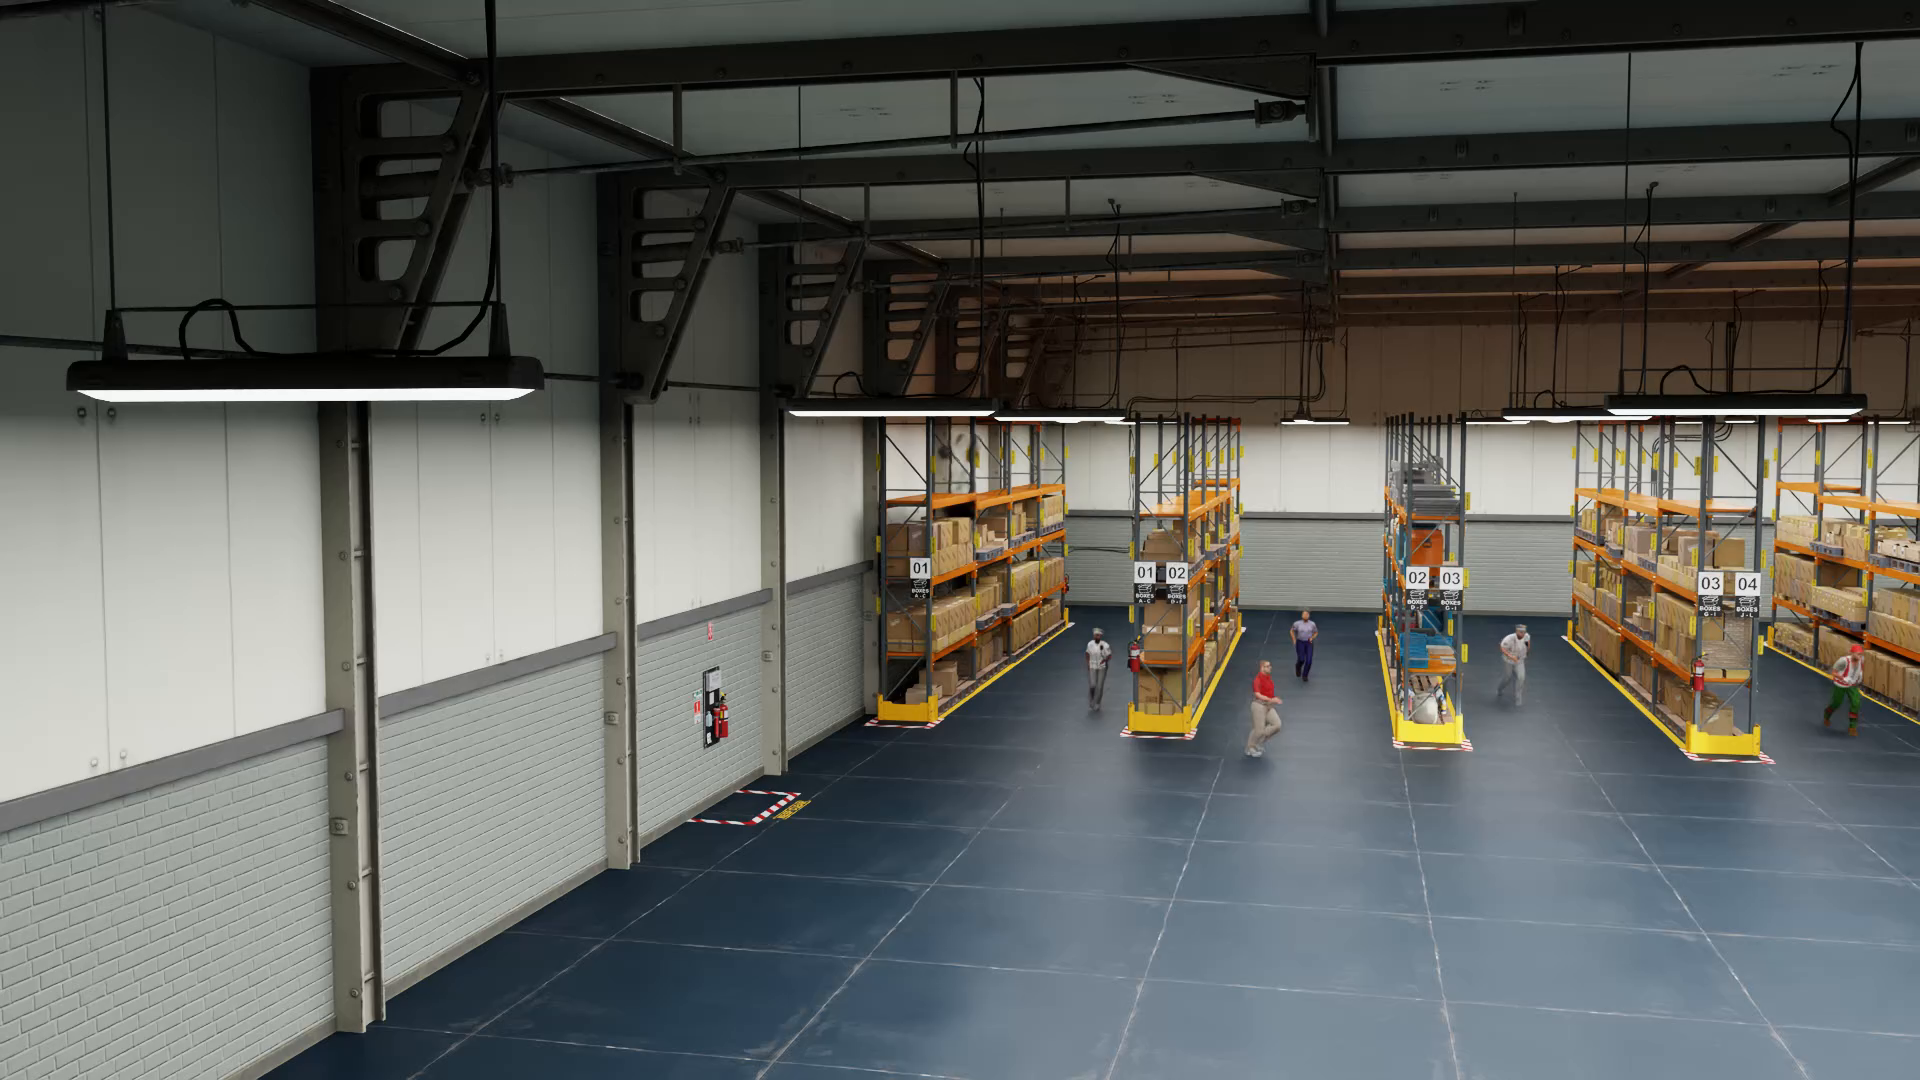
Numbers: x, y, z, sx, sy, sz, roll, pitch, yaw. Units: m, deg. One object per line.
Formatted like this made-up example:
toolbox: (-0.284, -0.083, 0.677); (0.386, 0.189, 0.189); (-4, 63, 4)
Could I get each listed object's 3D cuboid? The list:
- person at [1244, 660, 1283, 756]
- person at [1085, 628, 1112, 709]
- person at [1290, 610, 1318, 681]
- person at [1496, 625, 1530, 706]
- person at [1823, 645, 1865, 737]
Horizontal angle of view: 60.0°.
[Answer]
person: (5.296, 2.917, 28.848); (0.729, 1.683, 0.642); (3, 5, 37)
person: (2.788, 2.609, 33.678); (0.560, 1.667, 0.567); (1, 4, 12)
person: (7.778, 2.388, 37.497); (0.600, 1.608, 0.539); (0, 4, 2)
person: (11.501, 2.570, 34.657); (0.703, 1.720, 1.025); (-1, 4, -11)
person: (16.595, 2.784, 31.228); (0.704, 1.731, 1.056); (-1, 4, -7)
